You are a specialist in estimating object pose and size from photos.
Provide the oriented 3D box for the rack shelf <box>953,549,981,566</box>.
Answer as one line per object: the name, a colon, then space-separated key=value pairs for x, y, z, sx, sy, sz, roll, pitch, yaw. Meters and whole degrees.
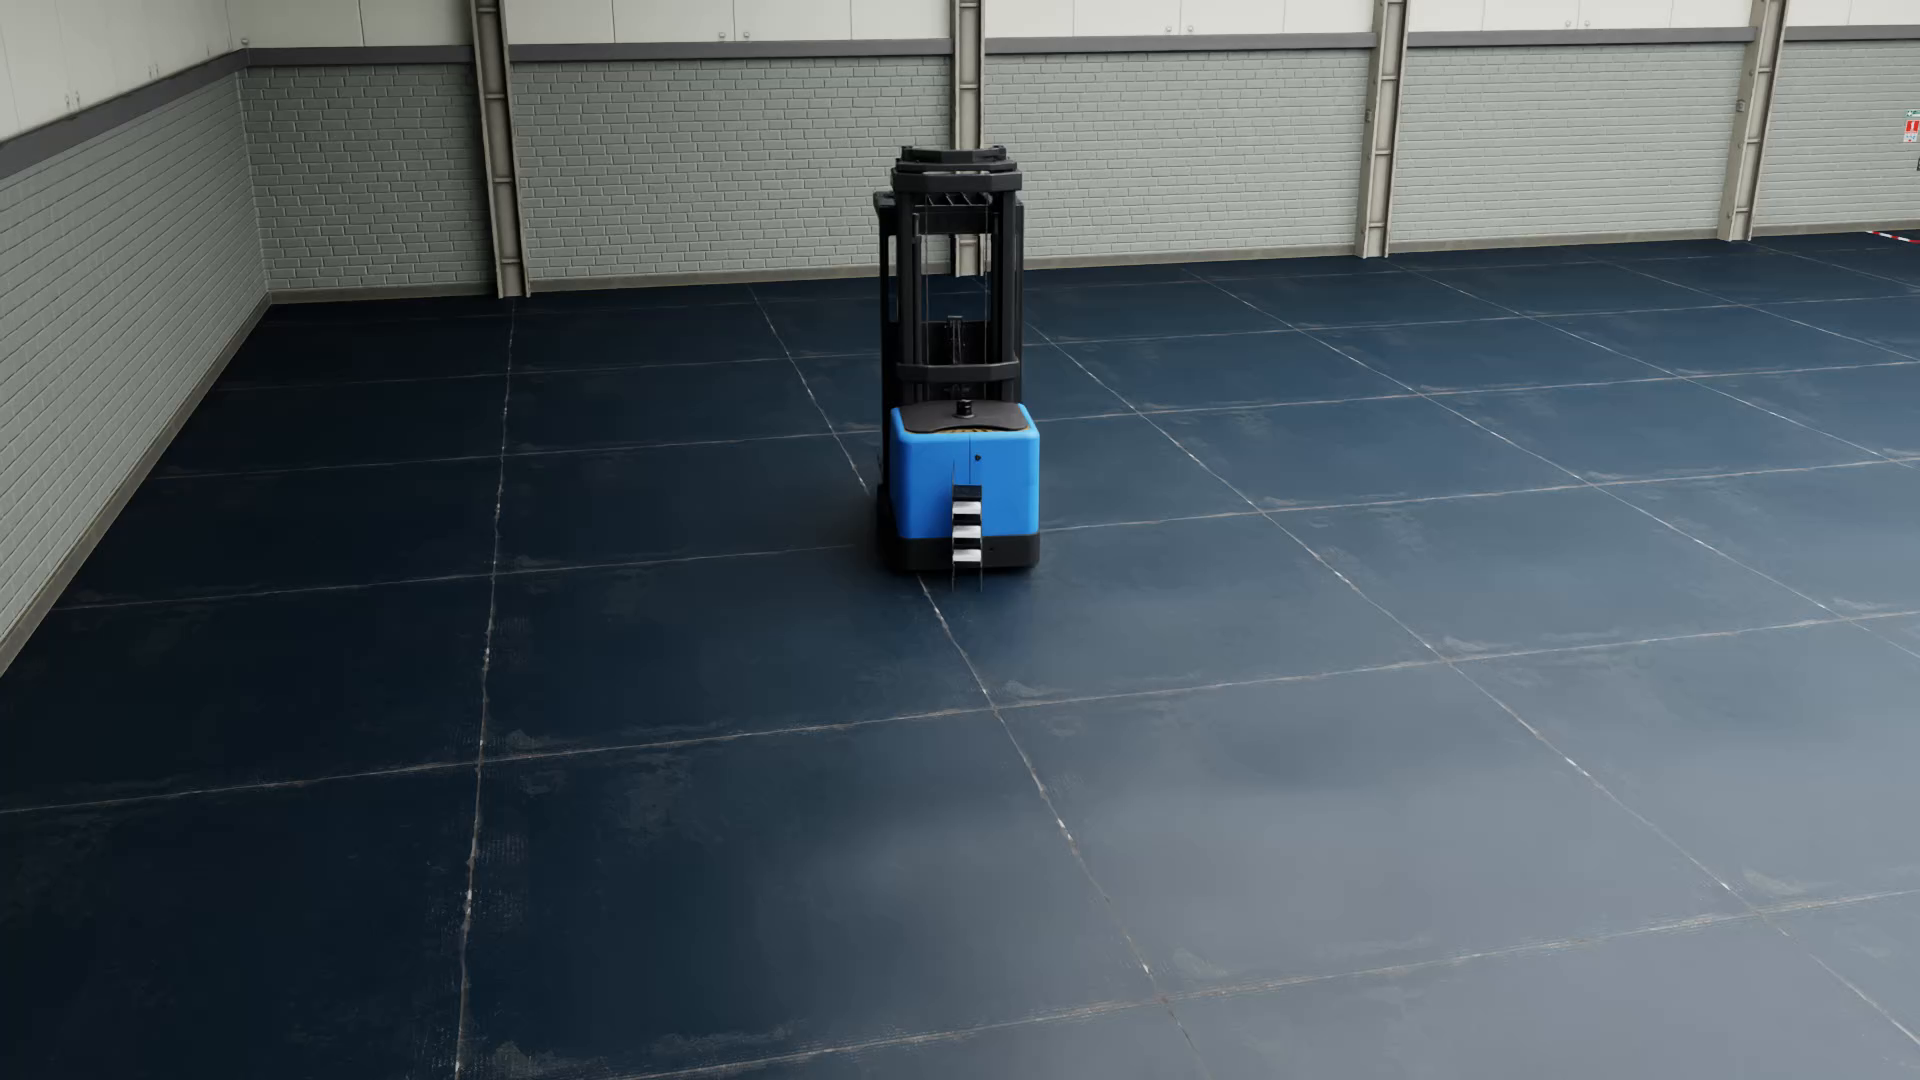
rack shelf: x=0.055 y=0.104 z=11.826 sx=0.200 sy=0.077 sz=0.258 roll=1 pitch=23 yaw=3

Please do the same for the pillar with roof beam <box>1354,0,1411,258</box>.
pillar with roof beam: x=6.925 y=-6.892 z=18.547 sx=0.400 sy=9.000 sz=9.100 roll=-5 pitch=21 yaw=-12

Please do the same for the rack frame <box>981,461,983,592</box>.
rack frame: x=0.156 y=-0.092 z=11.739 sx=0.006 sy=0.900 sz=0.240 roll=1 pitch=23 yaw=3

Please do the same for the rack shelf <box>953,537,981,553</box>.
rack shelf: x=0.055 y=0.020 z=11.792 sx=0.200 sy=0.077 sz=0.258 roll=1 pitch=23 yaw=3

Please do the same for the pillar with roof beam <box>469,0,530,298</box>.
pillar with roof beam: x=-4.753 y=-5.942 z=15.954 sx=0.400 sy=9.000 sz=9.100 roll=-5 pitch=21 yaw=-12

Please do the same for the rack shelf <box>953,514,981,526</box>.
rack shelf: x=0.054 y=-0.146 z=11.723 sx=0.200 sy=0.077 sz=0.258 roll=1 pitch=23 yaw=3

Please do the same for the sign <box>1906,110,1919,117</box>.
sign: x=14.644 y=-6.537 z=25.476 sx=0.331 sy=0.109 sz=0.001 roll=-5 pitch=21 yaw=-12

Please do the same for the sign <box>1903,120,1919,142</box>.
sign: x=14.637 y=-6.291 z=25.575 sx=0.234 sy=0.329 sz=0.001 roll=-5 pitch=21 yaw=-12

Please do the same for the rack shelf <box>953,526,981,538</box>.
rack shelf: x=0.055 y=-0.063 z=11.757 sx=0.200 sy=0.077 sz=0.258 roll=1 pitch=23 yaw=3

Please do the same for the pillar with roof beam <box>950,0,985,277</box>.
pillar with roof beam: x=1.086 y=-6.417 z=17.250 sx=0.400 sy=9.000 sz=9.100 roll=-5 pitch=21 yaw=-12

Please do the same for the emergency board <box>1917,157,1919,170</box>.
emergency board: x=15.186 y=-6.289 z=25.621 sx=0.626 sy=1.169 sz=0.157 roll=-5 pitch=21 yaw=-12

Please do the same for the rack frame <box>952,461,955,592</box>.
rack frame: x=-0.047 y=-0.095 z=11.749 sx=0.006 sy=0.900 sz=0.240 roll=1 pitch=23 yaw=3

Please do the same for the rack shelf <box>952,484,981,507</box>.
rack shelf: x=0.054 y=-0.312 z=11.654 sx=0.200 sy=0.077 sz=0.258 roll=1 pitch=23 yaw=3

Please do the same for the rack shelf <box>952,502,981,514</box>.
rack shelf: x=0.054 y=-0.229 z=11.688 sx=0.200 sy=0.077 sz=0.258 roll=1 pitch=23 yaw=3

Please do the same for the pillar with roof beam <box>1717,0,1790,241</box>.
pillar with roof beam: x=12.764 y=-7.367 z=19.843 sx=0.400 sy=9.000 sz=9.100 roll=-5 pitch=21 yaw=-12

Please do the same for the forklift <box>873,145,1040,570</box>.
forklift: x=-0.092 y=-1.622 z=12.982 sx=1.130 sy=2.935 sz=3.031 roll=-2 pitch=20 yaw=-6

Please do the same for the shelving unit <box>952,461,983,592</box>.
shelving unit: x=0.054 y=-0.093 z=11.744 sx=0.210 sy=0.900 sz=0.258 roll=1 pitch=23 yaw=3
